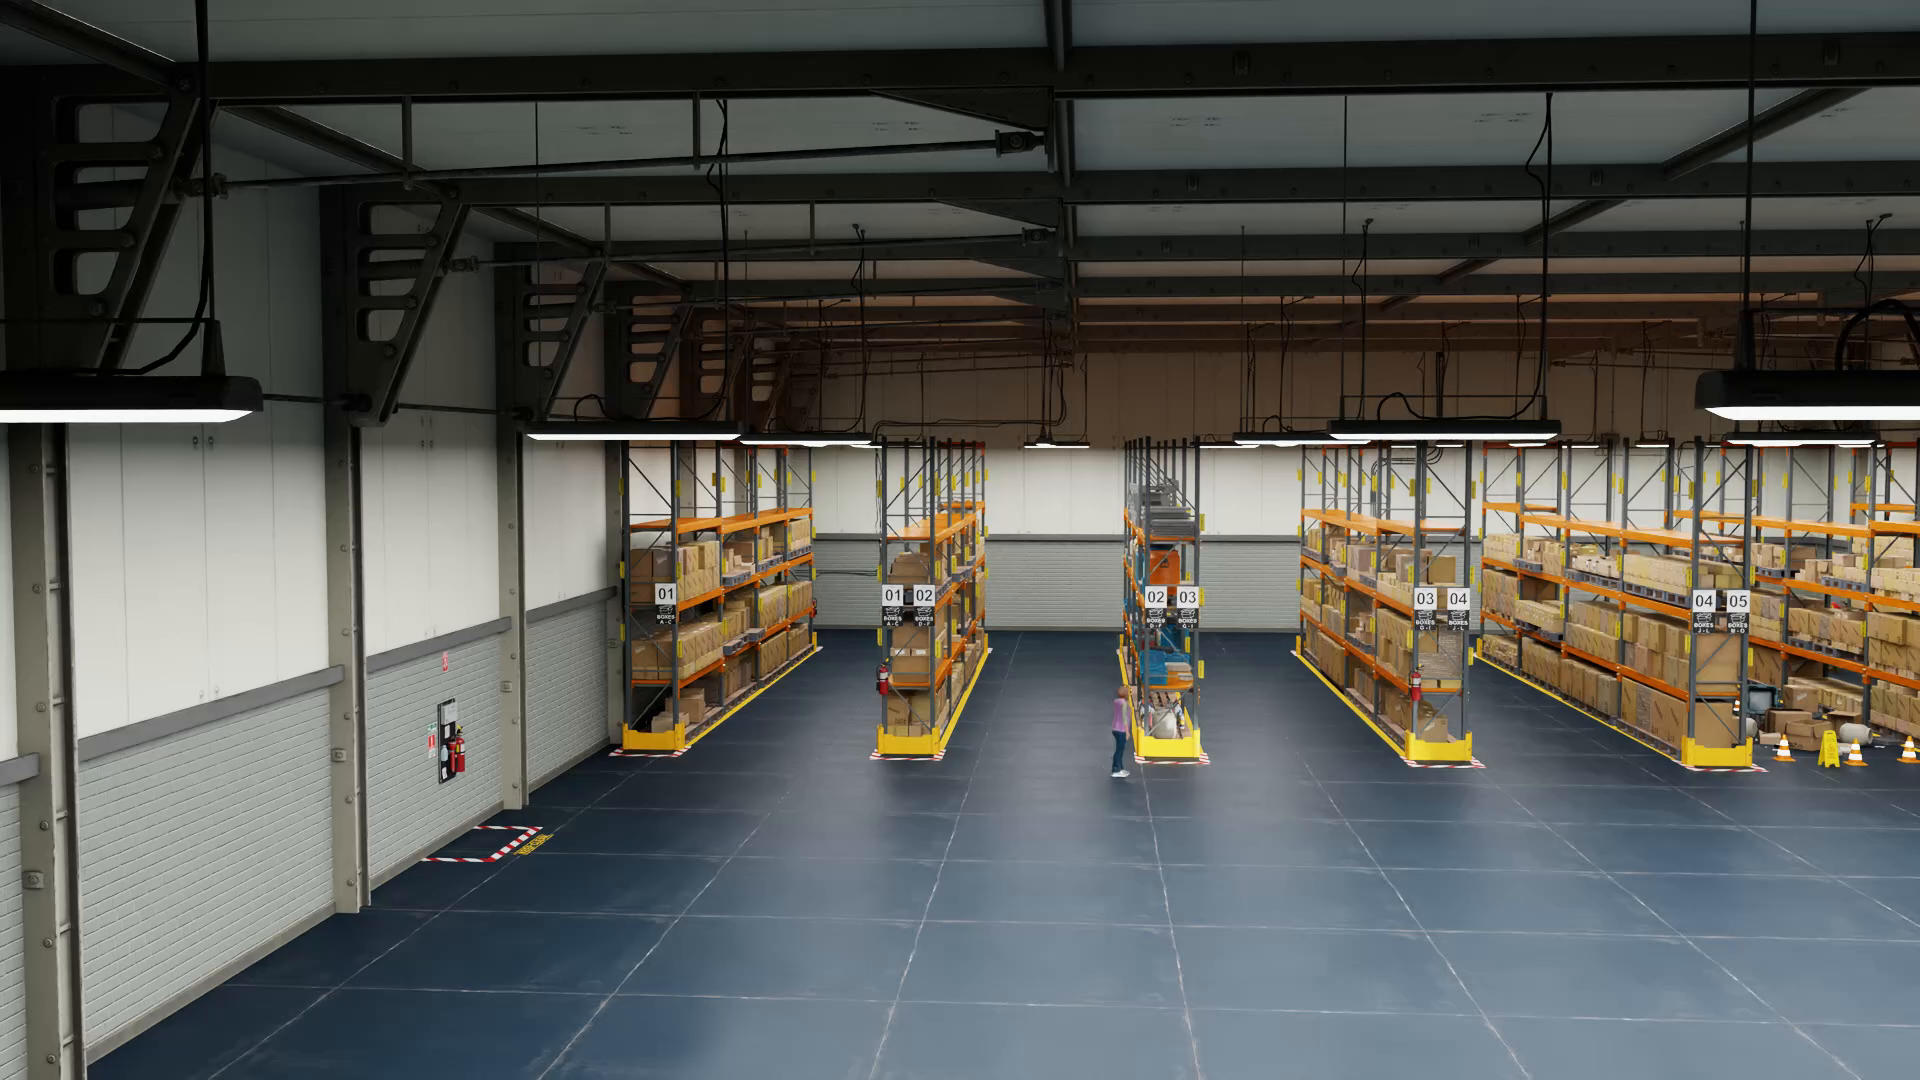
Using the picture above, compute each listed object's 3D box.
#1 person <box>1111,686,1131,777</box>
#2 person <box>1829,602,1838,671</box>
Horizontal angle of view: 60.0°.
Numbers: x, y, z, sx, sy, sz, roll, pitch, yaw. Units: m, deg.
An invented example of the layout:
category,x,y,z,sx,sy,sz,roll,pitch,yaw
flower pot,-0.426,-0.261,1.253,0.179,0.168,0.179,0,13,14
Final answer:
category,x,y,z,sx,sy,sz,roll,pitch,yaw
person,2.867,3.389,29.262,0.427,1.582,0.504,-1,3,-17
person,22.596,2.515,43.123,0.605,1.819,0.511,-1,3,-21
